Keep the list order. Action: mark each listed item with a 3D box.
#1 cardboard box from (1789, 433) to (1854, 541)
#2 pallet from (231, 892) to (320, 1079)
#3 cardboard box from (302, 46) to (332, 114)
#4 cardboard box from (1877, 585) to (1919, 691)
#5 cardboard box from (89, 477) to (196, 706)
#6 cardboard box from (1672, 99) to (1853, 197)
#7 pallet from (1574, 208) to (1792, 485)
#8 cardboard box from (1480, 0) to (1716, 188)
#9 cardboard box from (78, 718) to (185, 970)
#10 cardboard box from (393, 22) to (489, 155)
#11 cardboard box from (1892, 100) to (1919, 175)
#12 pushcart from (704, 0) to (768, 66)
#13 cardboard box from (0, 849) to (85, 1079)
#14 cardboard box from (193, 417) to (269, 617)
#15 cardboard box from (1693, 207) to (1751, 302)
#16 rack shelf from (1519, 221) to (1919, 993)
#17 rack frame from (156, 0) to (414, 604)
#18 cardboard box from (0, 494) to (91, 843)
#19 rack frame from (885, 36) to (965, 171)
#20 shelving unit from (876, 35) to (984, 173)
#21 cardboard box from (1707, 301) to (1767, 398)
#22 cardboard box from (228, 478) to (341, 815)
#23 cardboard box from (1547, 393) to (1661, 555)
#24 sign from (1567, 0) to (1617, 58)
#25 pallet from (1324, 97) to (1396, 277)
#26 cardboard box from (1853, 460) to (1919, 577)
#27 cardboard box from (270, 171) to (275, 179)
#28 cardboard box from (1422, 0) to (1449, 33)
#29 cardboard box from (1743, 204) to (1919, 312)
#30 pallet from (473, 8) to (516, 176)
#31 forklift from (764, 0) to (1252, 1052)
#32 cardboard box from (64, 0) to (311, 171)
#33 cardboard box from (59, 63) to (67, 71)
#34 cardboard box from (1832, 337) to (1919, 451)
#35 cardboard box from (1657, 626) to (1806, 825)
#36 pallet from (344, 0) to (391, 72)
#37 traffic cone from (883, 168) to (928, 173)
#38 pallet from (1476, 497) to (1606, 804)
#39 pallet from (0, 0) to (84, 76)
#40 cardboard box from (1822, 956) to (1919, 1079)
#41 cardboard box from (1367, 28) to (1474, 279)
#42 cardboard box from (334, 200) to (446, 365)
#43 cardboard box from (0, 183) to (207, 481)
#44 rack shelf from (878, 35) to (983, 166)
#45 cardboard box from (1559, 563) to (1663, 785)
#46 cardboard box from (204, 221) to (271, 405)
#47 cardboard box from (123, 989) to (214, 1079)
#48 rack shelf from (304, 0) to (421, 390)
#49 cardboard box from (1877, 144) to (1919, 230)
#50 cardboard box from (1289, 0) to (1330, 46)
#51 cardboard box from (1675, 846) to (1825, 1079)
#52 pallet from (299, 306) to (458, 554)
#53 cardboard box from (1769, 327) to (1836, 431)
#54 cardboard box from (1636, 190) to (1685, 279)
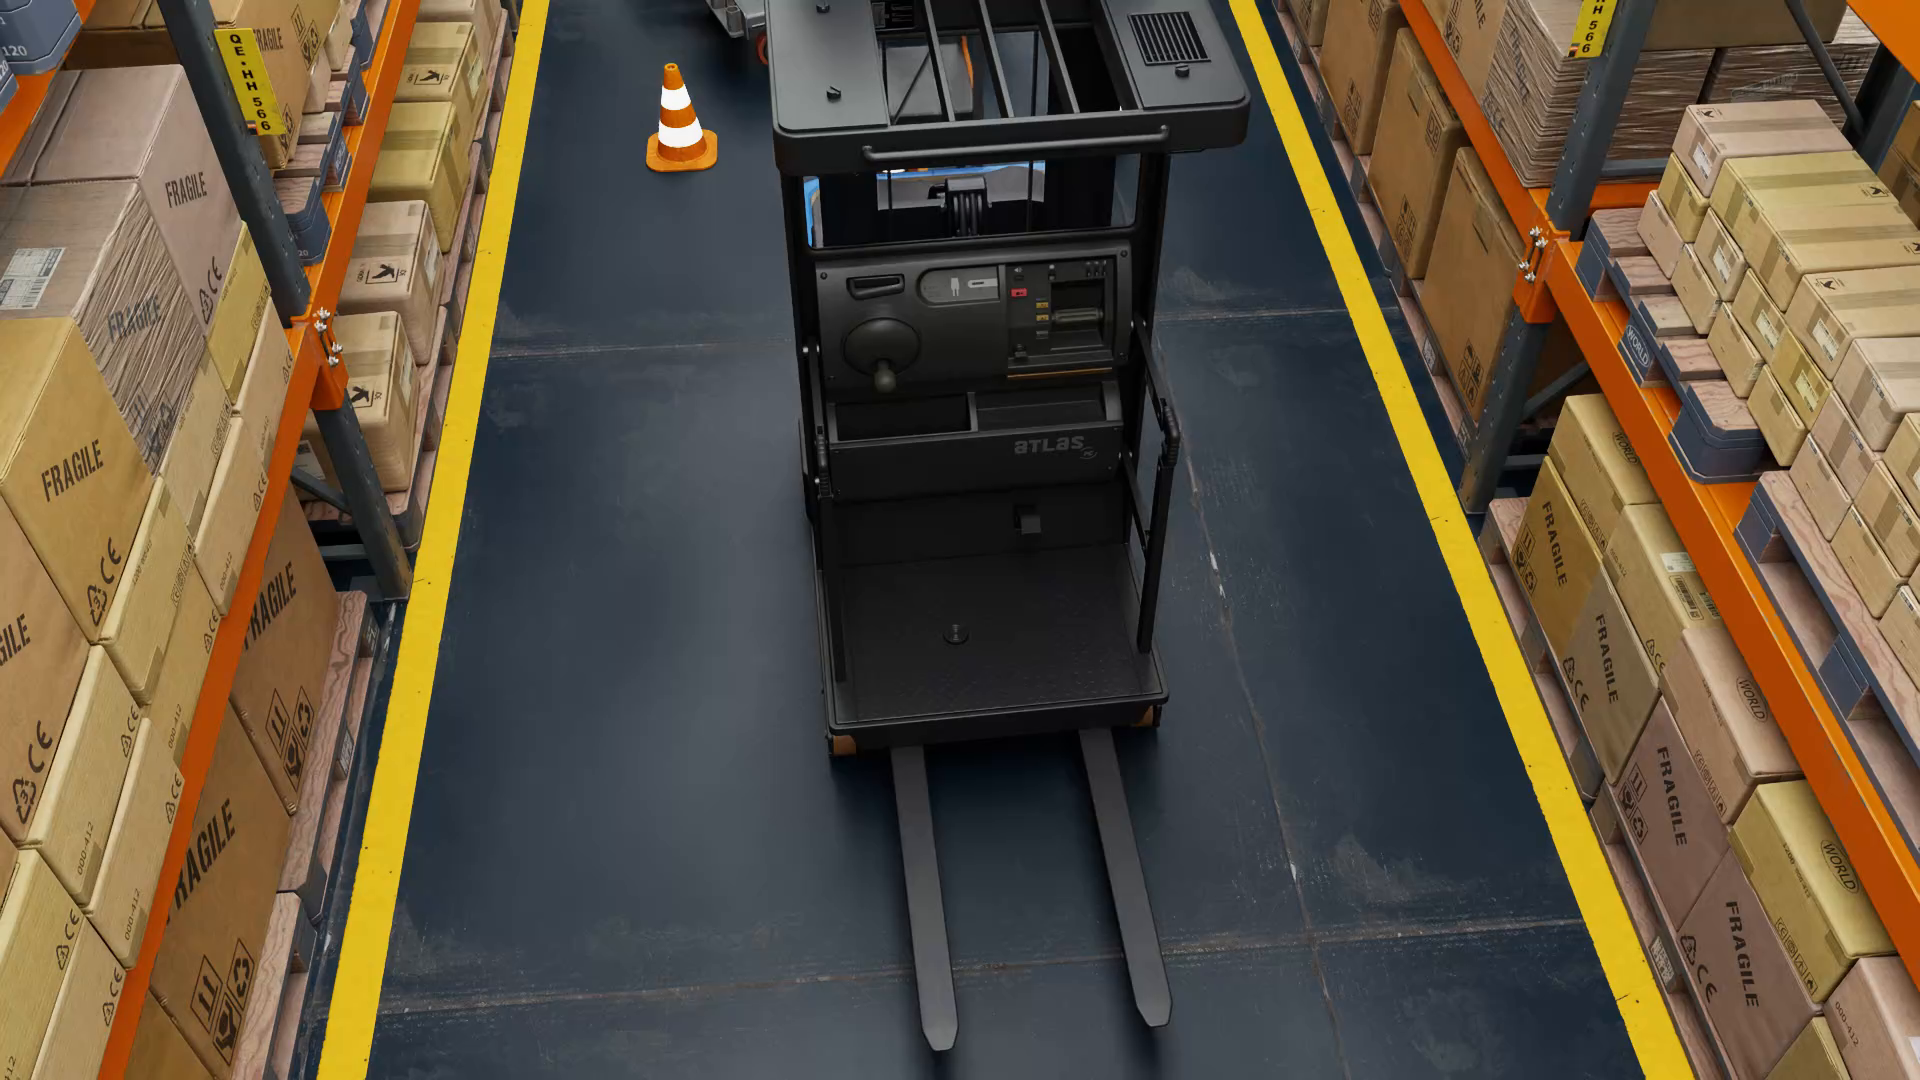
[{"bbox_3d":[2.351,-0.142,4.203,0.380,0.149,0.250,-2,47,-2],"label":"cardboard box"},{"bbox_3d":[-2.414,1.591,4.597,1.003,0.211,1.213,-3,47,-3],"label":"pallet"},{"bbox_3d":[-2.313,-1.535,5.522,0.380,0.149,0.250,-6,47,-6],"label":"cardboard box"},{"bbox_3d":[2.390,0.228,3.852,0.380,0.149,0.250,-5,47,-5],"label":"cardboard box"},{"bbox_3d":[-2.100,0.131,3.819,0.500,0.250,0.500,-5,47,-4],"label":"cardboard box"},{"bbox_3d":[2.266,-1.110,4.710,0.380,0.149,0.250,-3,47,-3],"label":"cardboard box"},{"bbox_3d":[2.586,-0.622,4.905,1.213,0.211,1.003,-3,47,-3],"label":"pallet"},{"bbox_3d":[2.115,-1.541,5.575,0.500,0.500,0.500,-3,47,-3],"label":"cardboard box"},{"bbox_3d":[-2.047,0.680,3.644,0.500,0.250,0.500,-4,47,-4],"label":"cardboard box"},{"bbox_3d":[-2.729,-2.059,7.654,0.950,0.372,0.625,-1,47,-1],"label":"cardboard box"},{"bbox_3d":[2.918,-1.133,4.731,0.380,0.149,0.250,-5,47,-5],"label":"cardboard box"},{"bbox_3d":[-0.571,-2.990,8.822,1.648,0.377,0.936,-19,49,-17],"label":"pushcart"},{"bbox_3d":[-2.012,0.873,3.116,0.500,0.250,0.500,-3,47,-3],"label":"cardboard box"},{"bbox_3d":[-2.144,-0.053,4.337,0.500,0.250,0.500,-3,47,-3],"label":"cardboard box"},{"bbox_3d":[2.286,-0.799,4.620,0.380,0.149,0.250,-1,47,-1],"label":"cardboard box"},{"bbox_3d":[2.588,0.497,4.209,1.077,0.370,4.000,-3,47,-3],"label":"rack shelf"},{"bbox_3d":[-2.504,-0.823,4.964,1.000,3.000,0.127,-3,47,-3],"label":"rack frame"},{"bbox_3d":[-2.079,0.254,3.186,0.500,0.500,0.500,-4,47,-4],"label":"cardboard box"},{"bbox_3d":[-0.178,-1.734,6.446,0.400,2.100,0.015,-5,47,-5],"label":"rack frame"},{"bbox_3d":[-0.149,-1.558,6.279,0.431,2.100,0.503,-5,47,-5],"label":"shelving unit"},{"bbox_3d":[2.302,-0.530,4.570,0.380,0.149,0.250,-1,47,-1],"label":"cardboard box"},{"bbox_3d":[-2.529,0.268,5.105,0.875,0.875,0.875,-4,47,-4],"label":"cardboard box"},{"bbox_3d":[2.237,-0.226,5.314,0.500,0.250,0.500,-5,47,-5],"label":"cardboard box"},{"bbox_3d":[1.868,-1.559,4.863,0.100,0.325,0.005,-3,47,-3],"label":"sign"},{"bbox_3d":[2.331,-1.694,7.709,1.003,0.211,1.213,-3,47,-3],"label":"pallet"},{"bbox_3d":[2.370,-0.064,3.923,0.380,0.149,0.250,-4,47,-4],"label":"cardboard box"},{"bbox_3d":[-2.346,-1.128,5.136,0.380,0.149,0.250,-6,47,-6],"label":"cardboard box"},{"bbox_3d":[2.033,-2.264,6.259,0.500,0.500,0.500,-4,47,-4],"label":"cardboard box"},{"bbox_3d":[2.307,-0.742,4.360,0.380,0.149,0.250,-4,47,-4],"label":"cardboard box"},{"bbox_3d":[-2.772,-2.195,8.184,1.003,0.211,1.213,-3,47,-3],"label":"pallet"},{"bbox_3d":[0.074,-0.559,4.761,1.130,2.935,3.031,-5,47,-5],"label":"forklift"},{"bbox_3d":[-2.311,-1.444,4.989,0.500,0.500,0.500,-5,47,-4],"label":"cardboard box"},{"bbox_3d":[-2.819,-1.416,4.962,0.500,0.500,0.500,-5,47,-4],"label":"cardboard box"},{"bbox_3d":[2.354,-0.354,3.994,0.380,0.149,0.250,-2,47,-1],"label":"cardboard box"},{"bbox_3d":[2.308,0.499,4.627,0.500,0.250,0.500,-3,47,-3],"label":"cardboard box"},{"bbox_3d":[-2.710,-2.187,6.387,1.003,0.211,1.213,-3,47,-3],"label":"pallet"},{"bbox_3d":[-0.319,-1.884,7.715,0.336,0.463,0.334,-3,47,-3],"label":"traffic cone"},{"bbox_3d":[2.484,0.327,5.795,1.003,0.211,1.213,-3,47,-3],"label":"pallet"},{"bbox_3d":[-2.397,-1.327,3.505,1.213,0.211,1.003,-2,47,-1],"label":"pallet"},{"bbox_3d":[2.411,1.258,3.909,0.500,0.250,0.500,-1,47,-1],"label":"cardboard box"},{"bbox_3d":[2.383,-1.646,7.003,1.050,0.750,0.750,-3,47,-3],"label":"cardboard box"},{"bbox_3d":[-2.611,-1.007,6.658,0.950,0.372,0.625,-4,47,-4],"label":"cardboard box"},{"bbox_3d":[-2.149,-0.472,3.874,0.500,0.500,0.500,-3,47,-3],"label":"cardboard box"},{"bbox_3d":[-0.149,-1.548,6.289,0.431,0.518,0.480,-5,47,-5],"label":"rack shelf"},{"bbox_3d":[2.271,0.409,5.229,0.500,0.500,0.500,-3,47,-3],"label":"cardboard box"},{"bbox_3d":[-2.210,-0.608,4.519,0.500,0.250,0.500,-4,47,-3],"label":"cardboard box"},{"bbox_3d":[-2.384,1.560,3.880,0.875,0.875,0.875,-2,47,-2],"label":"cardboard box"},{"bbox_3d":[-2.671,-2.023,6.595,1.077,0.370,4.000,-3,47,-3],"label":"rack shelf"},{"bbox_3d":[2.916,-1.028,4.836,0.380,0.149,0.250,-3,47,-2],"label":"cardboard box"},{"bbox_3d":[2.227,-3.018,8.303,1.050,0.750,0.750,-4,47,-3],"label":"cardboard box"},{"bbox_3d":[2.361,1.149,4.528,0.500,0.500,0.500,-4,47,-4],"label":"cardboard box"},{"bbox_3d":[-2.568,-0.430,6.512,1.003,0.211,1.213,-3,47,-3],"label":"pallet"},{"bbox_3d":[2.333,-0.424,4.265,0.380,0.149,0.250,-3,47,-3],"label":"cardboard box"},{"bbox_3d":[2.257,-0.919,4.938,0.380,0.149,0.250,-4,47,-4],"label":"cardboard box"}]
